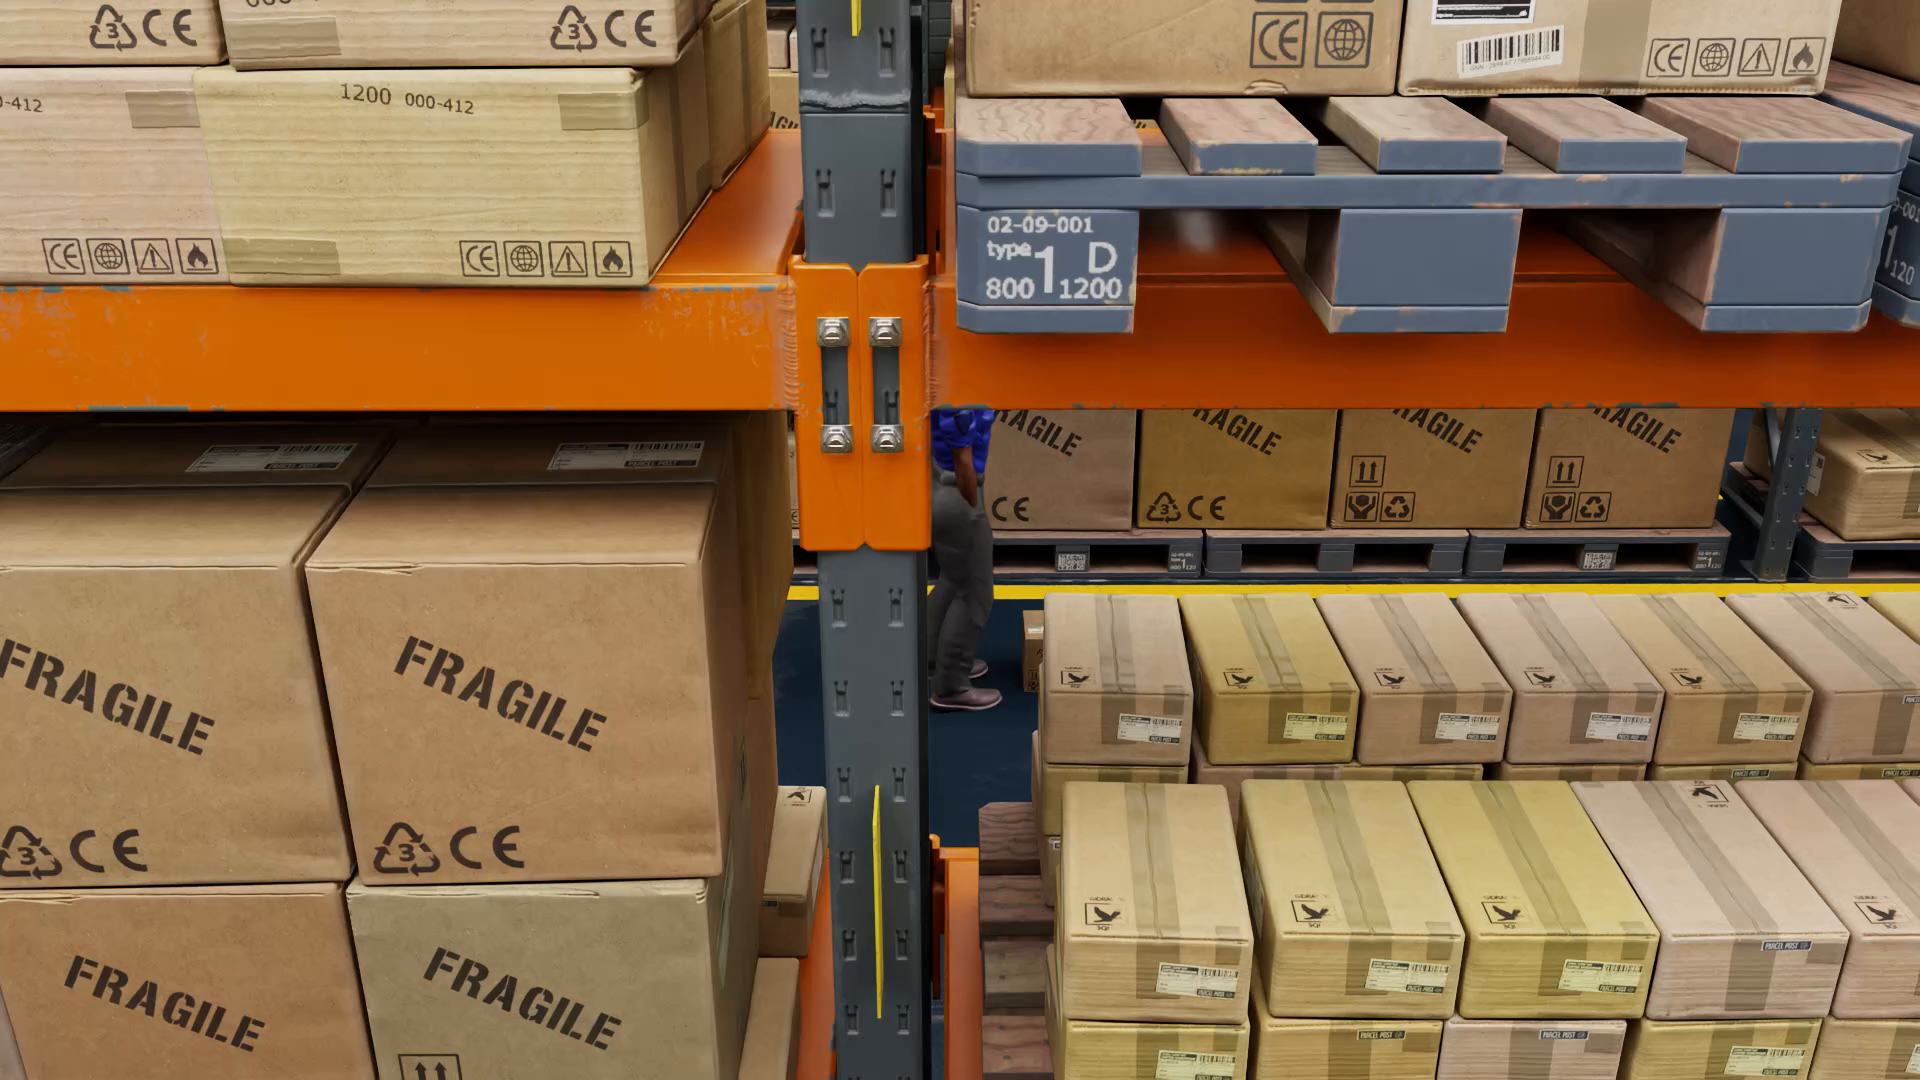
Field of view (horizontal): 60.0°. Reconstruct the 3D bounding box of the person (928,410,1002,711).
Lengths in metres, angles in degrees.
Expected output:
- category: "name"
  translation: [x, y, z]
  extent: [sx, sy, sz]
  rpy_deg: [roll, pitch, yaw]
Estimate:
- category: "person"
  translation: [-0.015, -0.140, 6.452]
  extent: [0.315, 1.647, 0.435]
  rpy_deg: [-5, 25, -12]
